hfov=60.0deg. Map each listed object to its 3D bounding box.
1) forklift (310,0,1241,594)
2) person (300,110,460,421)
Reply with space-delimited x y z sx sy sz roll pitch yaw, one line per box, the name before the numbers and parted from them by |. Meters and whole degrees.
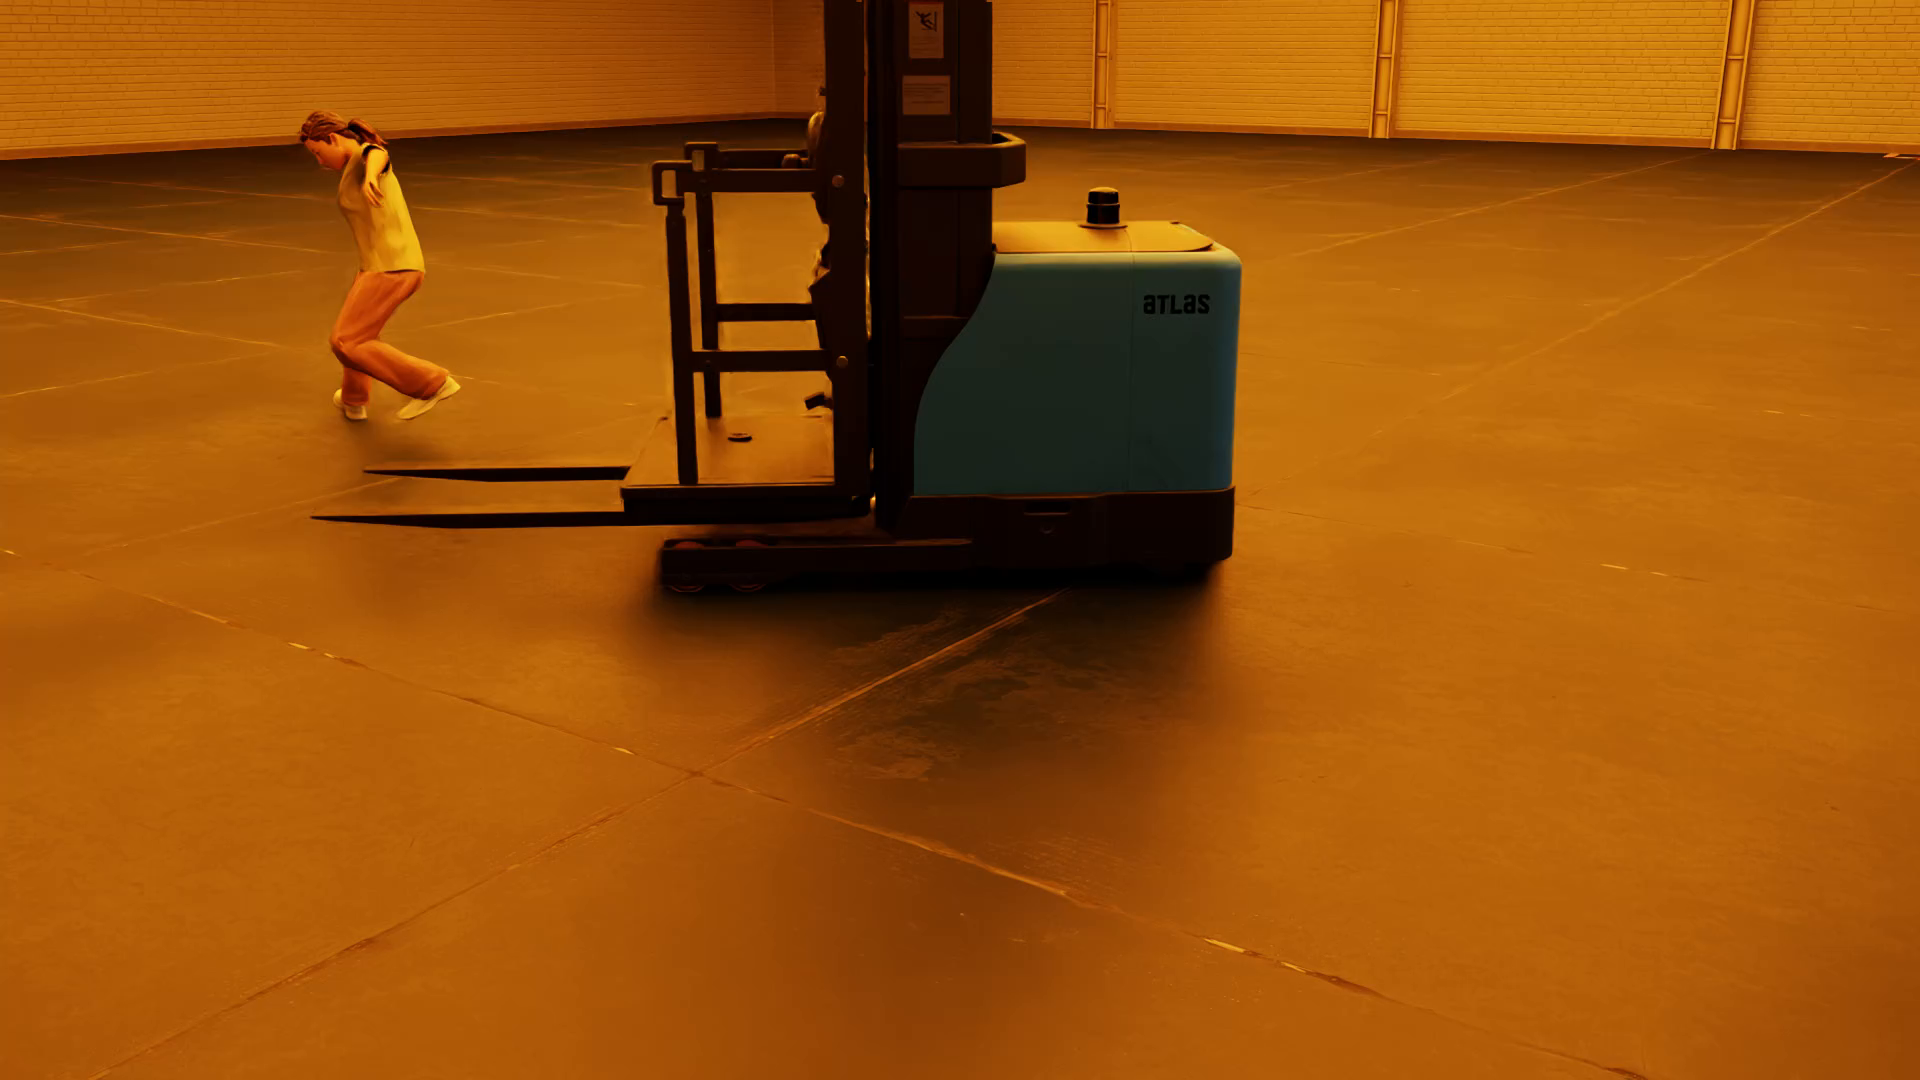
forklift | -0.632 -1.388 5.473 3.031 2.935 1.130 -1 17 -3
person | -2.625 -1.186 7.438 0.712 1.419 1.069 -2 17 -5
